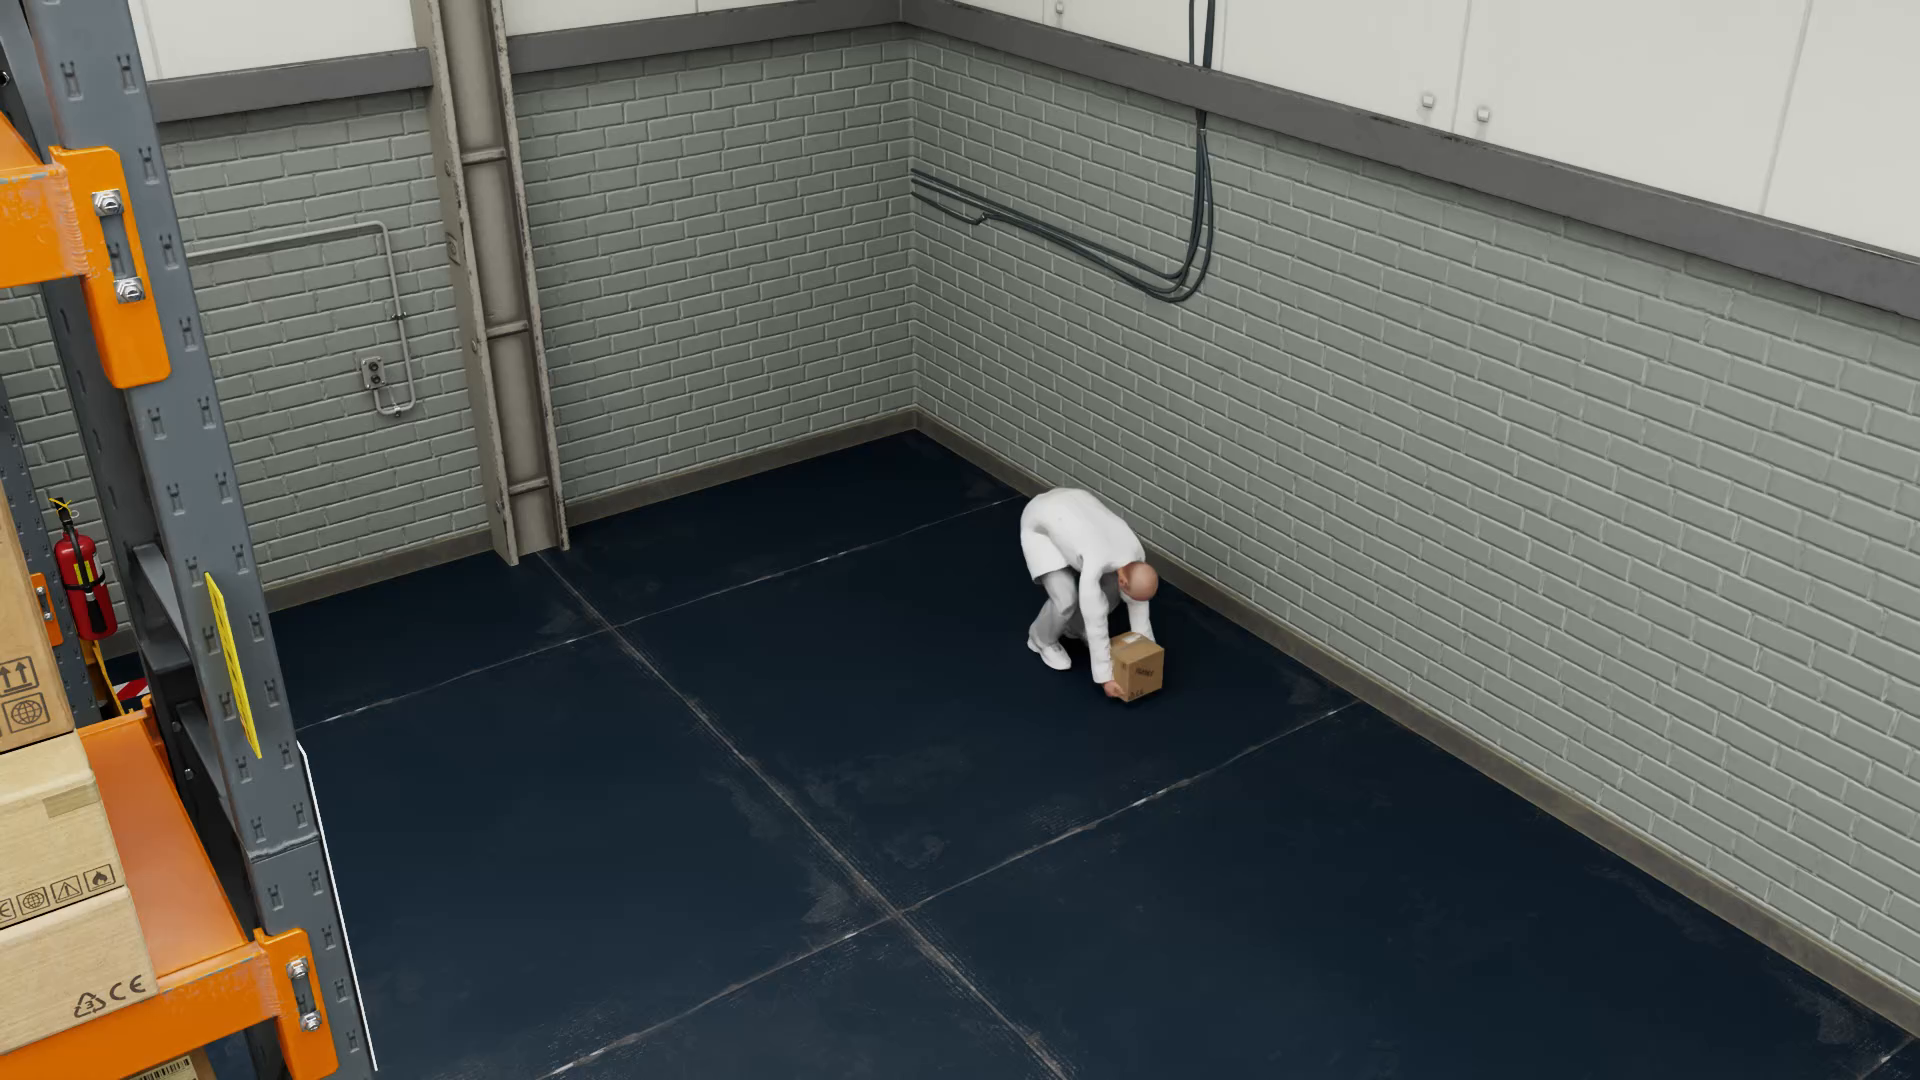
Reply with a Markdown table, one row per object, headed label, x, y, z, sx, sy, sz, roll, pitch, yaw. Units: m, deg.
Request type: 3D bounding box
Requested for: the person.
| label | x | y | z | sx | sy | sz | roll | pitch | yaw |
| --- | --- | --- | --- | --- | --- | --- | --- | --- | --- |
| person | 0.711 | 0.252 | 9.008 | 0.593 | 0.981 | 0.944 | -20 | 34 | -33 |
